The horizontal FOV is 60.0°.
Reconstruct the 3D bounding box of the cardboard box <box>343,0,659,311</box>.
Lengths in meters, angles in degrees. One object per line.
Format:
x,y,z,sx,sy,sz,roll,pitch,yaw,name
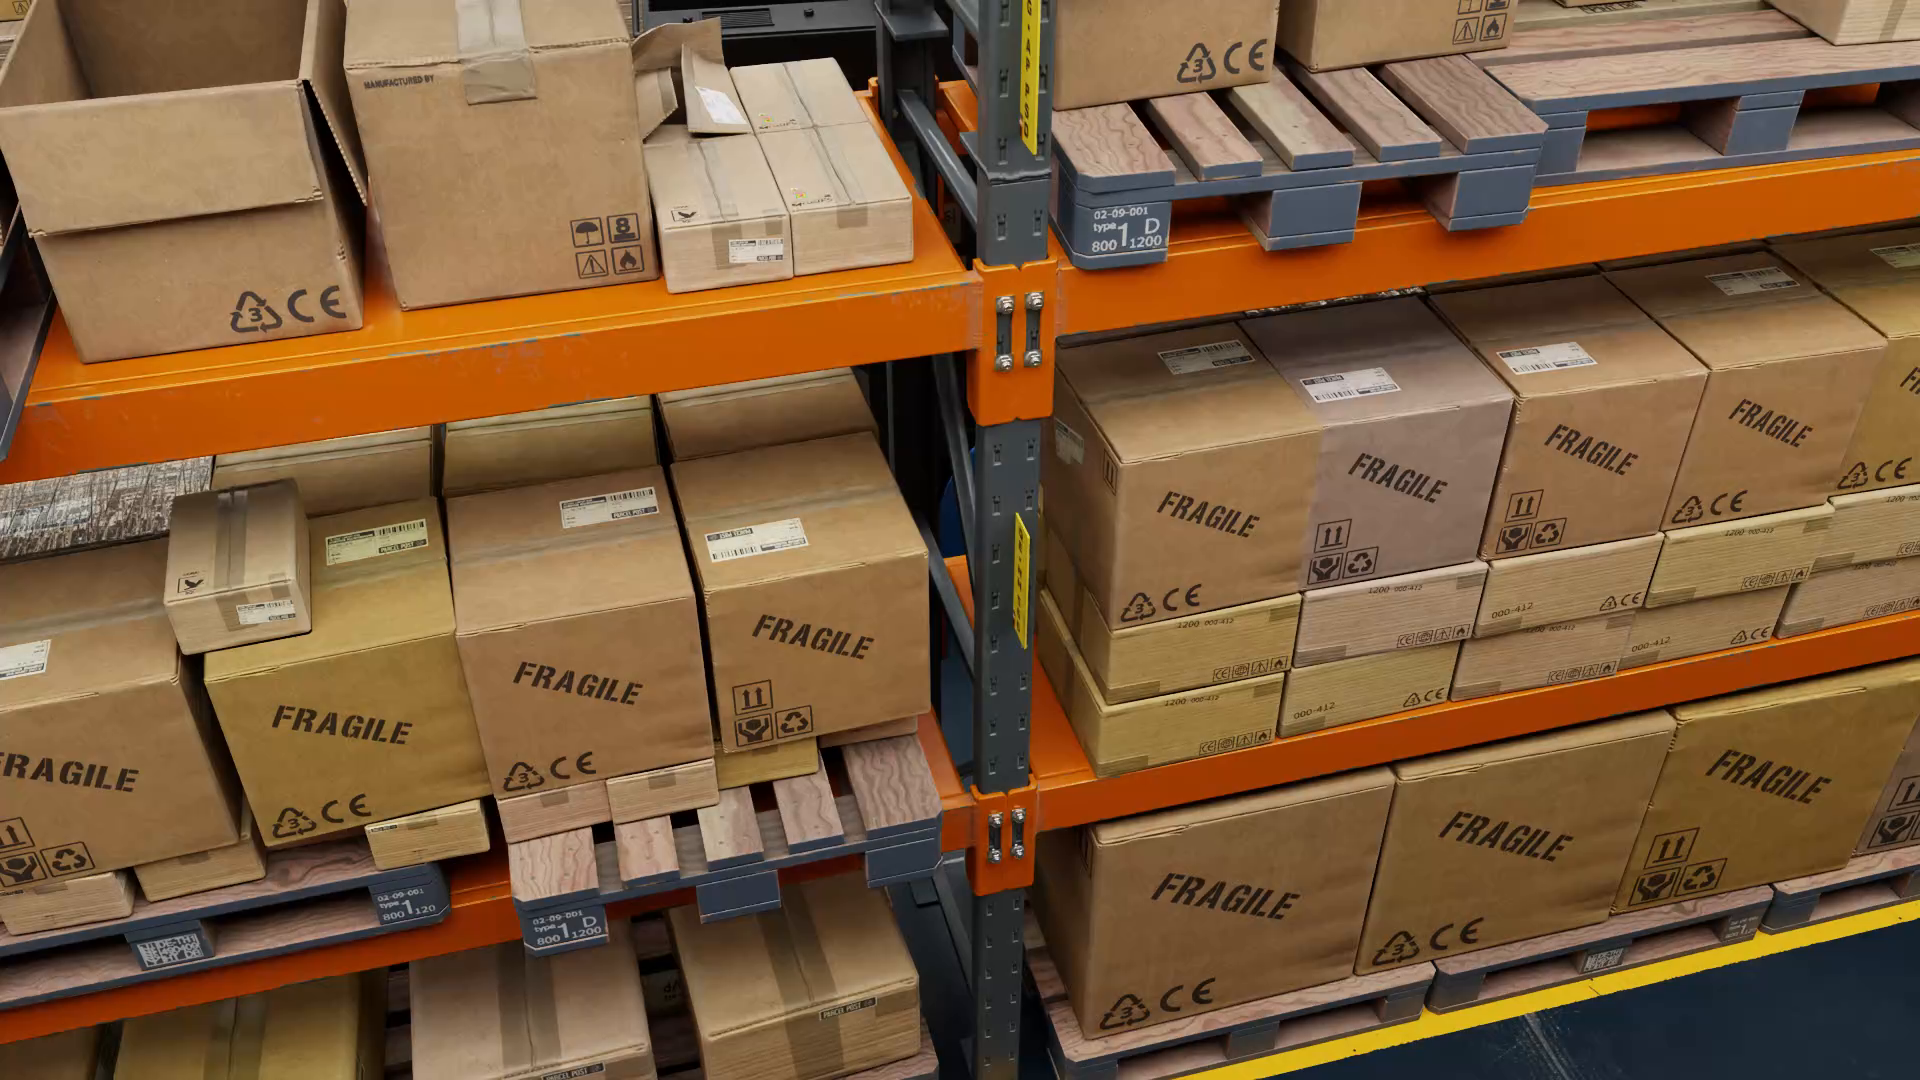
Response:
-0.931,-0.881,3.382,0.500,0.500,0.700,-9,38,-12,cardboard box

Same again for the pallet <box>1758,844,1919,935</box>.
3.123,0.846,5.970,1.213,0.211,1.003,-9,38,-12,pallet

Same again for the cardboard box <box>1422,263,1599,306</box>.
1.392,-0.627,4.696,0.500,0.500,0.500,-9,38,-12,cardboard box

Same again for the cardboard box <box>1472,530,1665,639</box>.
1.524,-0.021,4.521,0.500,0.250,0.500,-9,38,-12,cardboard box

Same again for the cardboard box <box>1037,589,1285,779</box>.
0.525,0.336,4.466,0.500,0.250,0.500,-10,39,-13,cardboard box

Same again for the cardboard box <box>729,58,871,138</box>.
-0.362,-0.935,3.742,0.250,0.149,0.380,-9,38,-12,cardboard box

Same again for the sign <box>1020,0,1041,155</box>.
0.126,-0.872,3.027,0.005,0.325,0.100,-9,38,-12,sign

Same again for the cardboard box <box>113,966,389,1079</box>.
-2.005,1.405,4.762,0.625,0.372,0.950,-8,38,-10,cardboard box

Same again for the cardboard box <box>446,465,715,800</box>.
-0.876,0.205,3.841,0.500,0.500,0.500,-10,39,-13,cardboard box

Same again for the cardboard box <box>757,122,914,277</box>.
-0.262,-0.713,3.451,0.250,0.149,0.380,-9,38,-12,cardboard box

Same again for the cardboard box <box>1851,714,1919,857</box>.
3.271,0.395,5.668,0.875,0.875,0.875,-8,38,-11,cardboard box

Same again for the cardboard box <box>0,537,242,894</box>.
-1.890,0.371,3.623,0.500,0.500,0.500,-11,39,-14,cardboard box

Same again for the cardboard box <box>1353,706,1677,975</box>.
1.538,0.684,5.291,0.875,0.875,0.875,-9,38,-11,cardboard box

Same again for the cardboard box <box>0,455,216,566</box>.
-2.005,0.066,4.022,0.500,0.500,0.500,-11,39,-14,cardboard box

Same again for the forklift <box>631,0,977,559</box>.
-0.618,-1.101,6.277,3.031,2.935,1.130,-6,38,-8,forklift

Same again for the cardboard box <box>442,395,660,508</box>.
-1.009,-0.096,4.235,0.500,0.500,0.500,-7,38,-10,cardboard box

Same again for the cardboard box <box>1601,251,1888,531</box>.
1.995,-0.401,4.400,0.500,0.500,0.500,-9,38,-11,cardboard box

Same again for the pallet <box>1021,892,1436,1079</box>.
0.768,1.233,5.465,1.213,0.211,1.003,-9,38,-12,pallet

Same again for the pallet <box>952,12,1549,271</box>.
0.595,-1.044,3.832,1.003,0.211,1.213,-8,38,-10,pallet

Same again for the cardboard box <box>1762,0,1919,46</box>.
2.062,-1.306,3.866,0.250,0.166,0.380,-6,38,-8,cardboard box

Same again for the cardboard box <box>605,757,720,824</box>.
-0.740,0.480,4.015,0.250,0.149,0.380,-10,38,-12,cardboard box

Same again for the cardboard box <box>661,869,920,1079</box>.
-0.561,1.167,5.073,0.625,0.372,0.950,-12,39,-15,cardboard box

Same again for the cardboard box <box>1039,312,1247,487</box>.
0.418,-0.466,4.485,0.500,0.500,0.500,-10,39,-13,cardboard box

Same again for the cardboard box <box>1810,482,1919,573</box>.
2.507,-0.185,4.735,0.500,0.250,0.500,-8,38,-11,cardboard box

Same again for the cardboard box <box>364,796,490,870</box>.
-1.247,0.567,3.901,0.250,0.149,0.380,-9,38,-11,cardboard box

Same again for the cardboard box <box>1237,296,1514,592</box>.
1.003,-0.250,4.203,0.500,0.500,0.500,-9,38,-12,cardboard box

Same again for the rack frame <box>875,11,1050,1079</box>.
-0.013,0.206,4.512,0.127,3.000,1.000,-9,38,-12,rack frame

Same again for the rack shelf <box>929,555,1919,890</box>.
1.918,0.175,5.145,4.000,0.370,1.077,-9,38,-12,rack shelf

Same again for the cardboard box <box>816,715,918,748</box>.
-0.268,0.329,4.212,0.250,0.149,0.380,-8,38,-10,cardboard box

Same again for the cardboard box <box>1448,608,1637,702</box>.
1.524,0.164,4.690,0.500,0.250,0.500,-8,38,-10,cardboard box

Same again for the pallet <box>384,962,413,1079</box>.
-1.943,1.628,4.949,1.213,0.211,1.003,-9,38,-12,pallet

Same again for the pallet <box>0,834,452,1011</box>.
-1.914,0.620,4.129,1.213,0.211,1.003,-9,38,-12,pallet

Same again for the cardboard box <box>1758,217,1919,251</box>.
2.380,-0.789,4.907,0.500,0.500,0.500,-10,39,-13,cardboard box

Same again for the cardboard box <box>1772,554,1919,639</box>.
2.497,0.000,4.905,0.500,0.250,0.500,-10,39,-13,cardboard box

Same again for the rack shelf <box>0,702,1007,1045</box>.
-1.944,0.809,4.316,4.000,0.370,1.077,-9,38,-12,rack shelf

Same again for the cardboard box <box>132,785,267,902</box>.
-1.743,0.621,3.831,0.250,0.149,0.380,-10,39,-13,cardboard box

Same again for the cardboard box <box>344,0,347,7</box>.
-2.731,-2.335,7.751,0.500,0.500,0.500,-10,39,-13,cardboard box

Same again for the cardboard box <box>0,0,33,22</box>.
-4.289,-2.650,7.340,0.500,0.500,0.700,-10,39,-13,cardboard box

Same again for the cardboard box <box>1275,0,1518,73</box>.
0.893,-1.460,3.793,0.500,0.500,0.700,-11,39,-14,cardboard box

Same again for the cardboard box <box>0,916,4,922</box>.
-2.263,0.692,3.738,0.250,0.149,0.380,-9,38,-12,cardboard box

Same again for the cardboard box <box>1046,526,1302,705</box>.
0.540,0.132,4.321,0.500,0.250,0.500,-10,38,-12,cardboard box
